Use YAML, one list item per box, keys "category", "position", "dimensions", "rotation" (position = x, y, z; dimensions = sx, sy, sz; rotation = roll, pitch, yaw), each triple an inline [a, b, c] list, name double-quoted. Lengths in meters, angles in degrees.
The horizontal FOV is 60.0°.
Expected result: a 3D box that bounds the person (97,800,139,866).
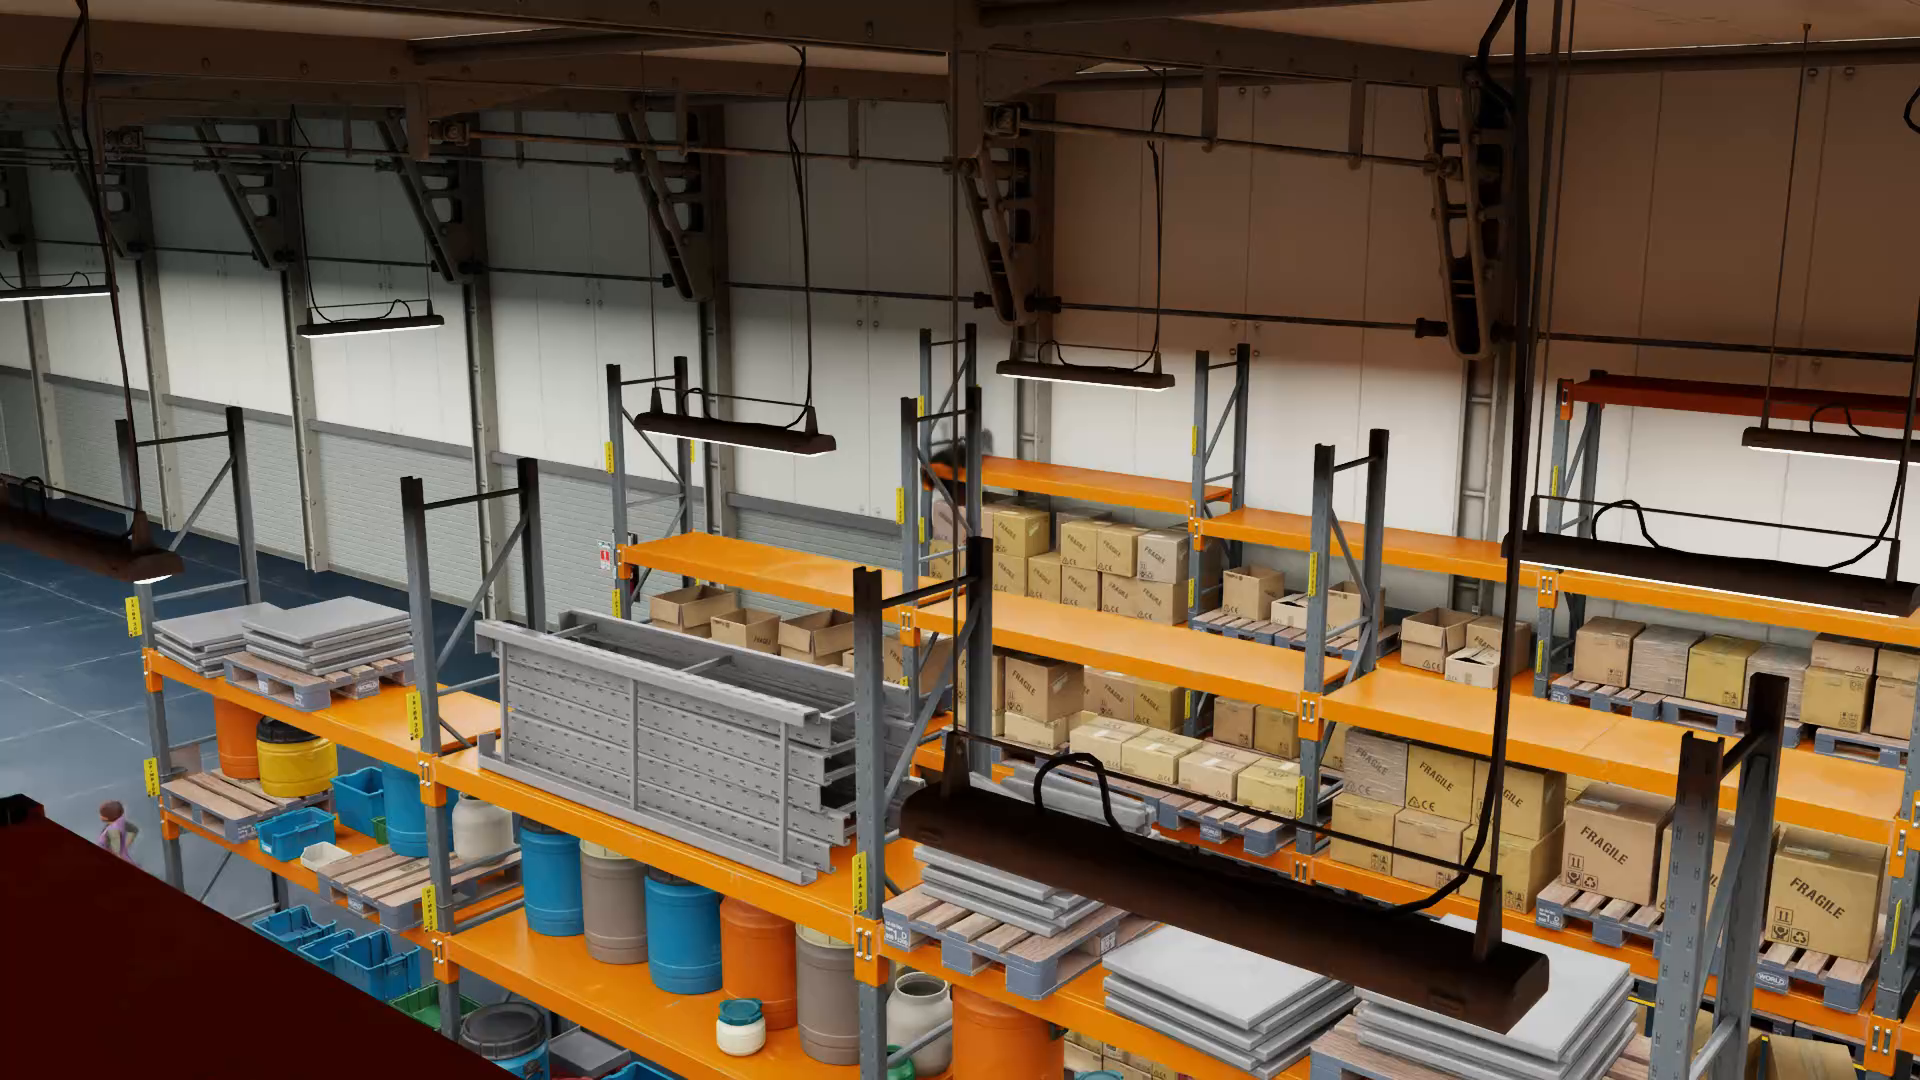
- category: "person"
  position: [-8.704, 3.470, 17.272]
  dimensions: [0.735, 1.646, 0.522]
  rotation: [-8, 15, -31]
